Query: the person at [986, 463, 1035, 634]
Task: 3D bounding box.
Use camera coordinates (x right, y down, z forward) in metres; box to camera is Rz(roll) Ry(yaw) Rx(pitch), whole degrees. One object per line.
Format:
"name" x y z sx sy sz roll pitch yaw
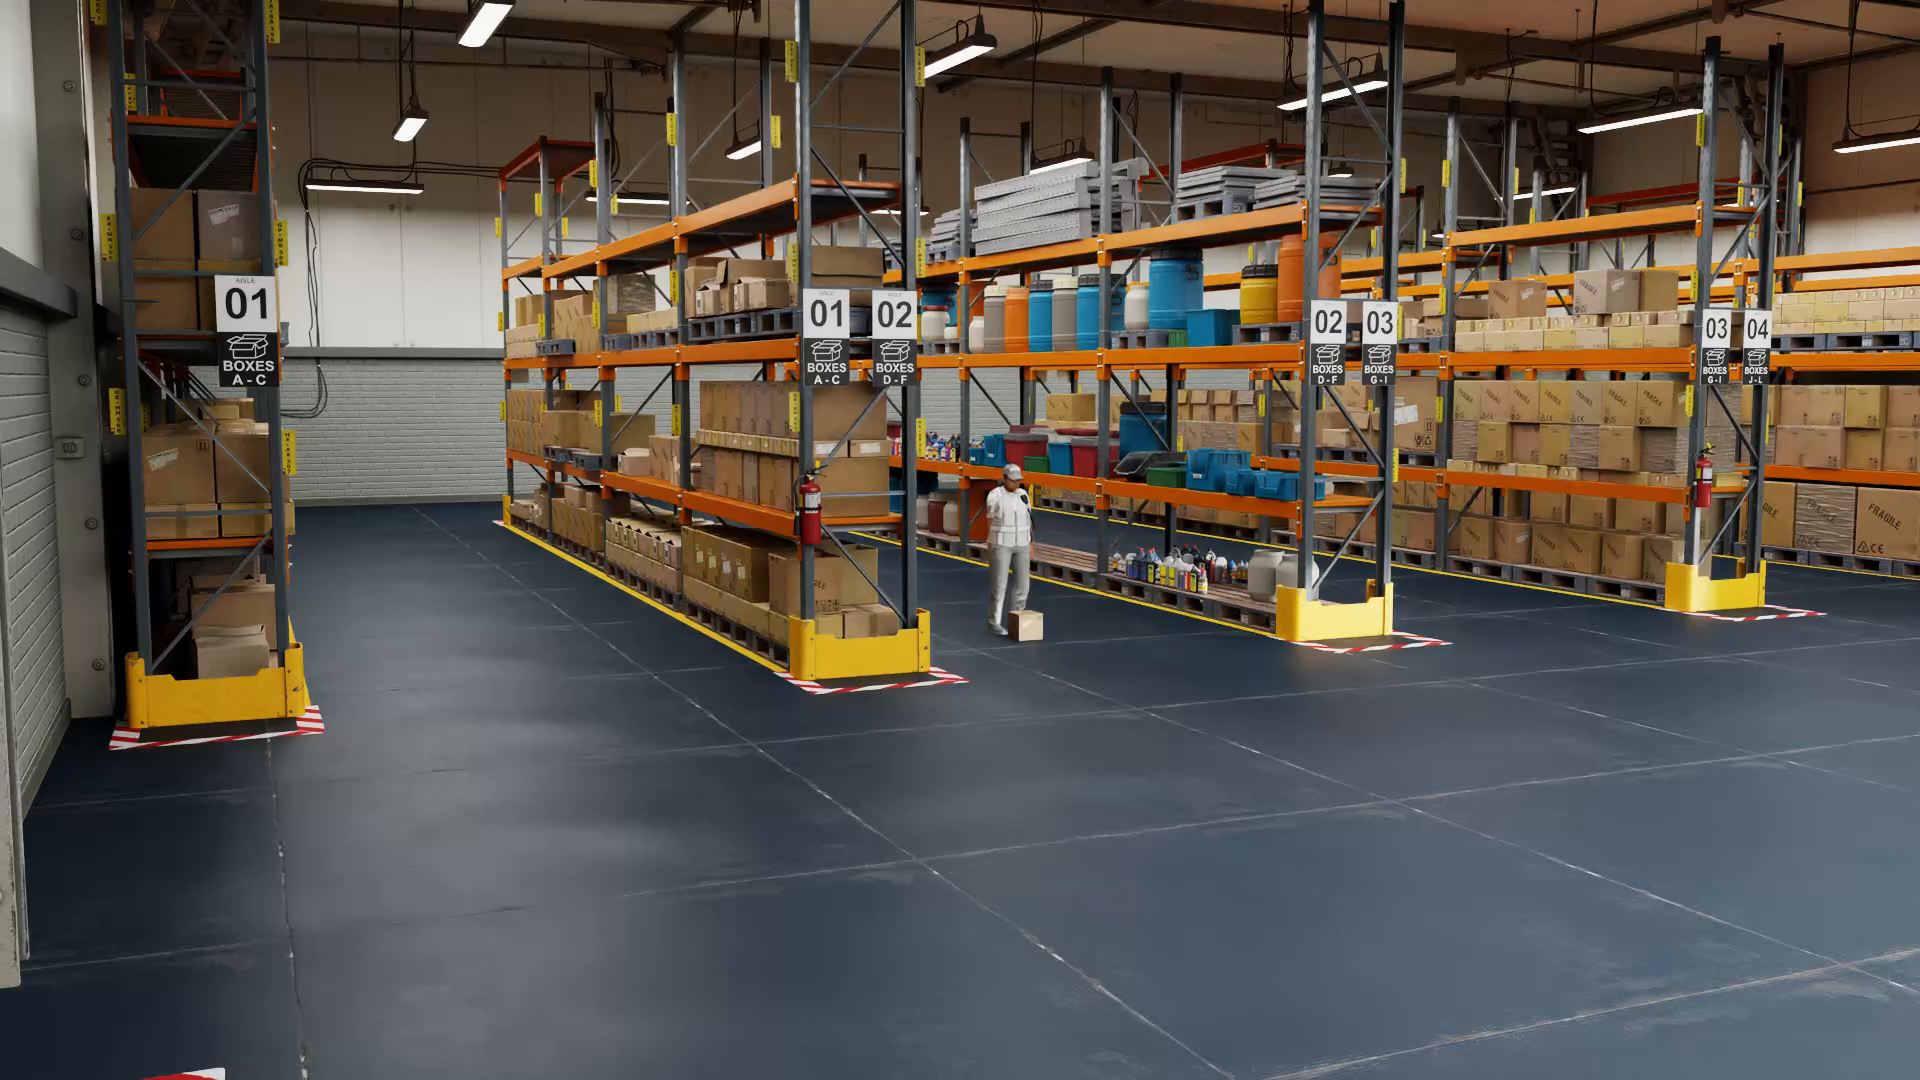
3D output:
"person" 0.498 0.080 16.254 0.471 1.662 0.390 -2 6 -23
